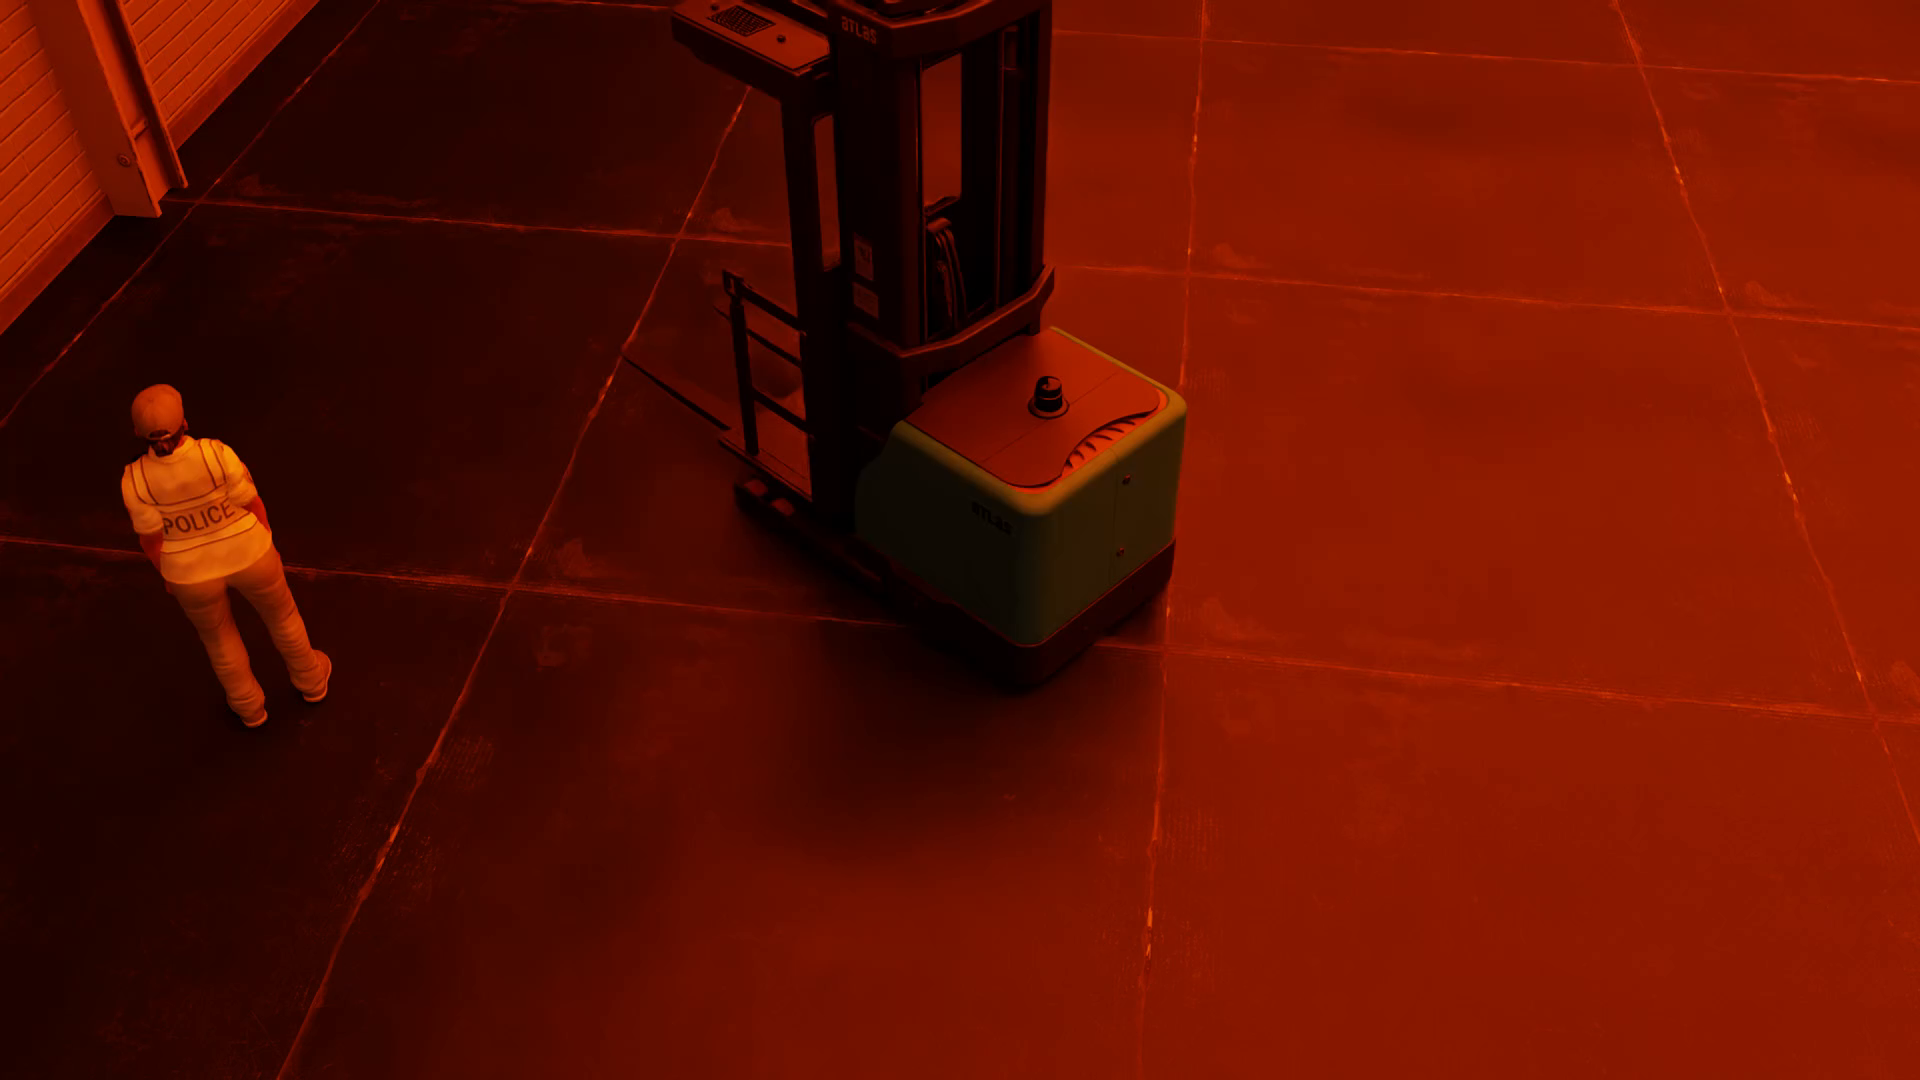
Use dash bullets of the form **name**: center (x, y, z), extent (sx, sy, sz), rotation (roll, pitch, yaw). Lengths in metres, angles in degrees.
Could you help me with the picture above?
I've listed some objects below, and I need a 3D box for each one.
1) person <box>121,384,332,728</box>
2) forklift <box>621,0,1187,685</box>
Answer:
- **person**: center (-2.926, 0.072, 6.587), extent (0.487, 1.668, 0.395), rotation (-20, 46, -21)
- **forklift**: center (-0.439, -1.342, 7.185), extent (3.031, 2.935, 1.130), rotation (33, 52, 31)
